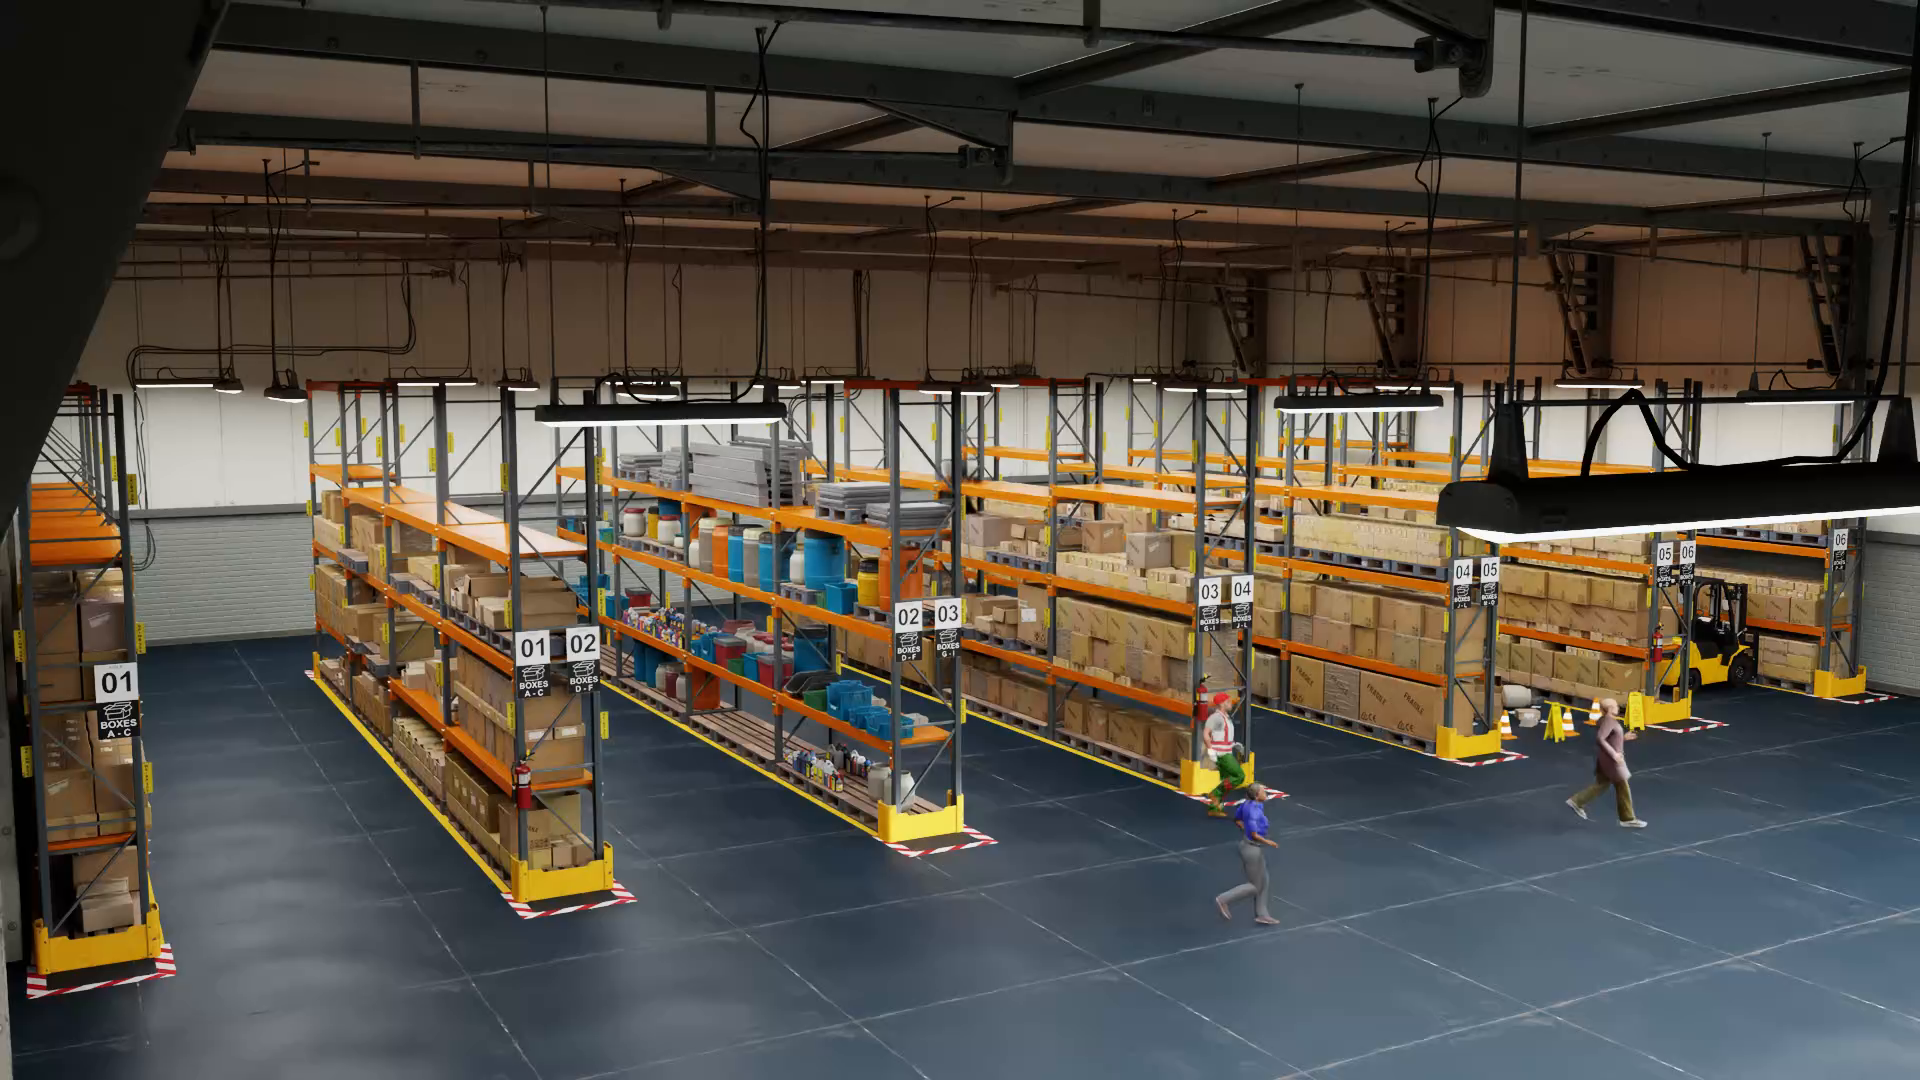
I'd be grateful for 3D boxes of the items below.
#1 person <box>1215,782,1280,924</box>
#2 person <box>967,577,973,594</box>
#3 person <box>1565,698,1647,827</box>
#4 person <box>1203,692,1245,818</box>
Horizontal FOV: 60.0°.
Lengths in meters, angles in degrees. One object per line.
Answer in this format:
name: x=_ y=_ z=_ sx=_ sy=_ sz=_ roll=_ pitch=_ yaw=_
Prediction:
person: x=3.237 y=3.548 z=18.770 sx=0.782 sy=1.640 sz=0.586 roll=-1 pitch=6 yaw=-5
person: x=0.134 y=1.044 z=42.198 sx=0.558 sy=1.656 sz=0.703 roll=0 pitch=6 yaw=0
person: x=8.838 y=3.020 z=22.655 sx=1.058 sy=1.754 sz=0.709 roll=1 pitch=6 yaw=5
person: x=3.731 y=3.003 z=23.297 sx=0.576 sy=1.707 sz=0.710 roll=2 pitch=6 yaw=19
